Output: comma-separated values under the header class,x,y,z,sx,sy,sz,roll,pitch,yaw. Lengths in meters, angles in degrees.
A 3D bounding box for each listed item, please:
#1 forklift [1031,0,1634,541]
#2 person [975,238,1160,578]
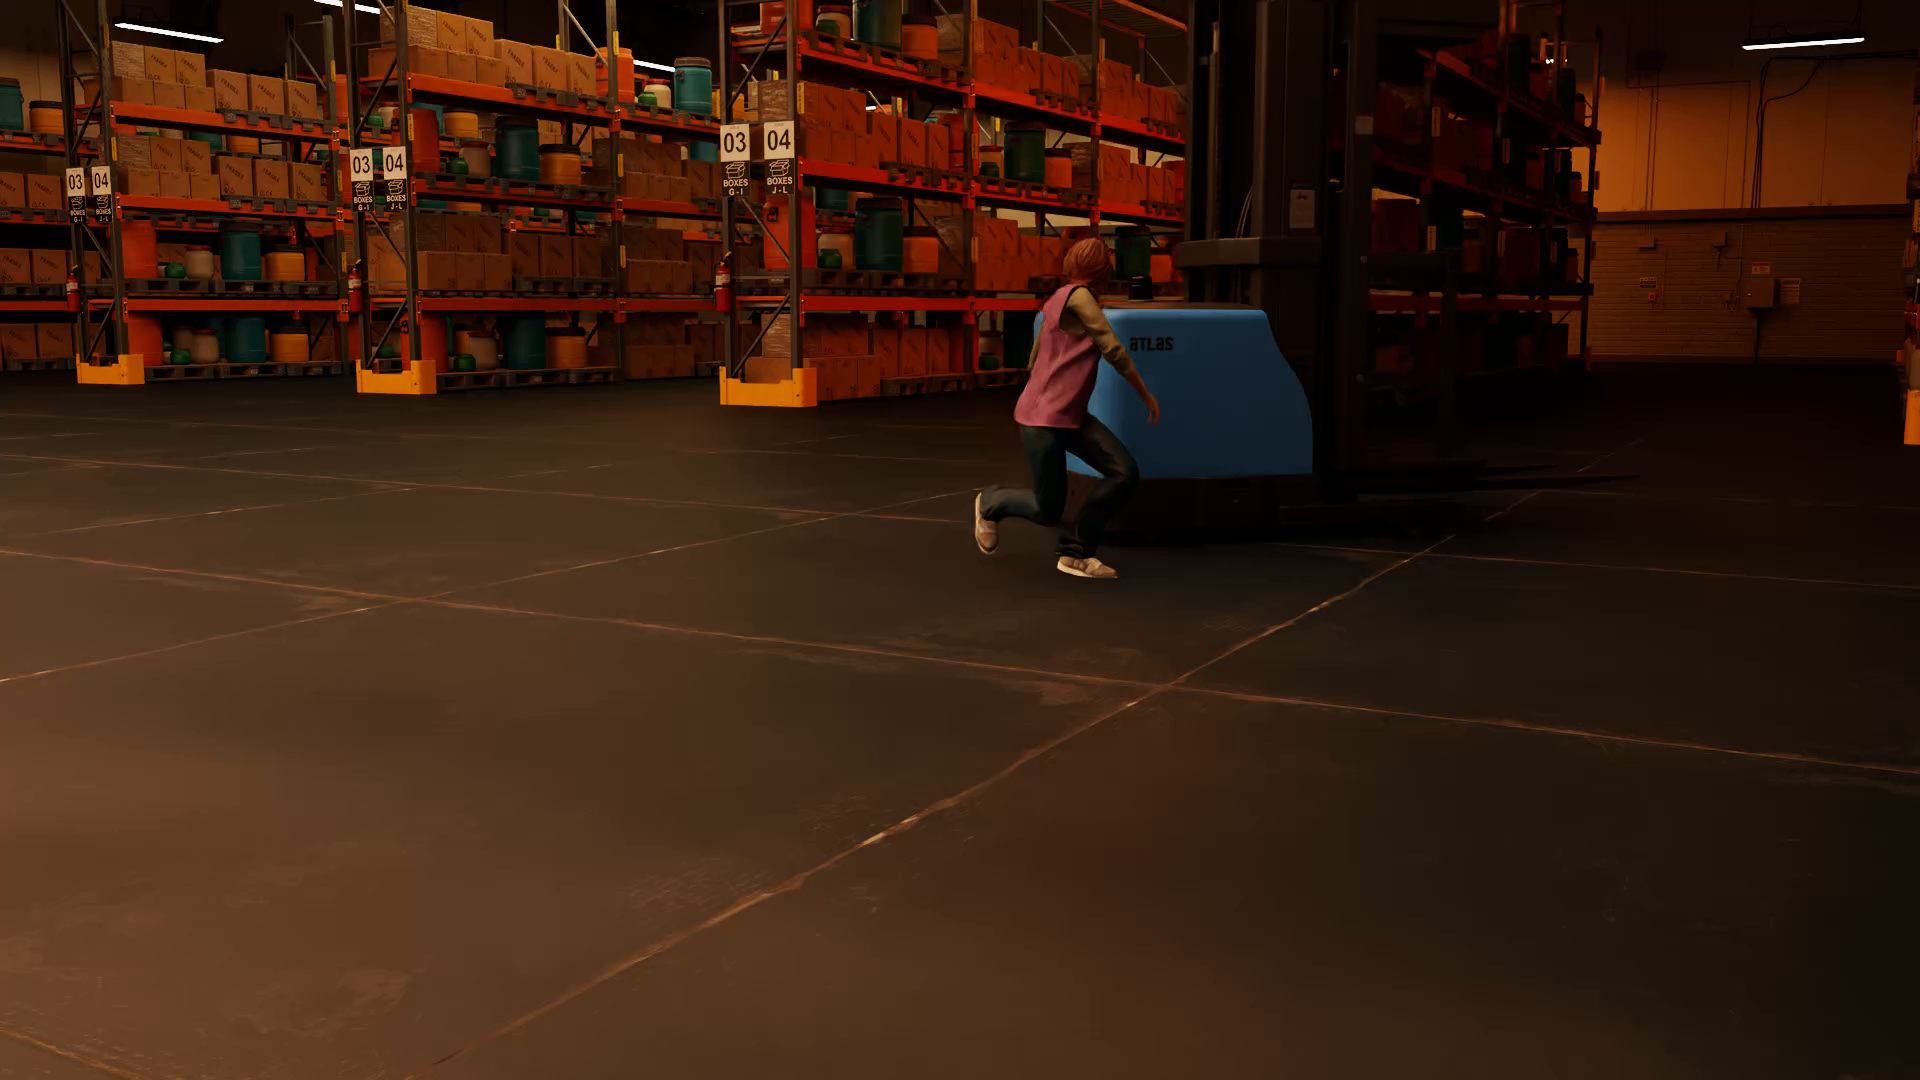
class,x,y,z,sx,sy,sz,roll,pitch,yaw
forklift,1.933,-1.542,8.266,3.031,2.935,1.130,-2,8,-17
person,0.420,-0.529,6.814,0.809,1.371,0.539,4,9,24
